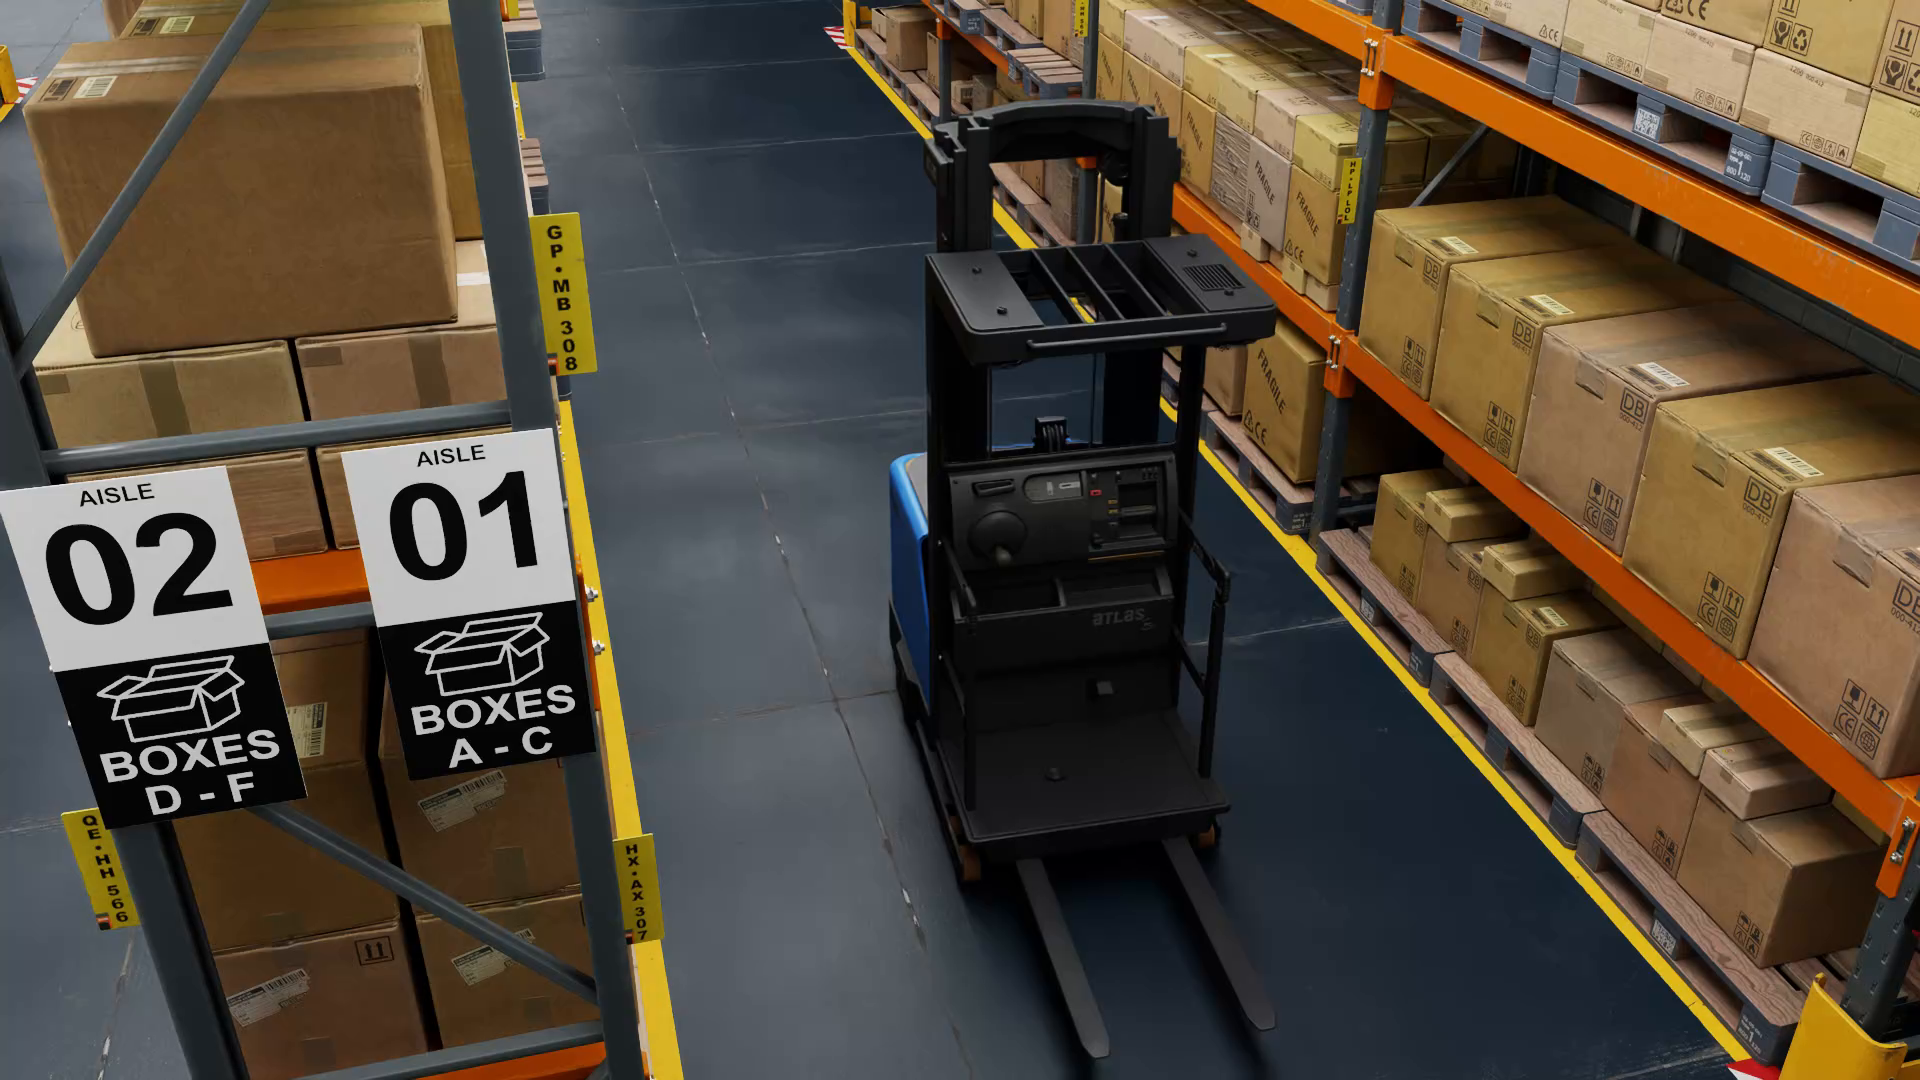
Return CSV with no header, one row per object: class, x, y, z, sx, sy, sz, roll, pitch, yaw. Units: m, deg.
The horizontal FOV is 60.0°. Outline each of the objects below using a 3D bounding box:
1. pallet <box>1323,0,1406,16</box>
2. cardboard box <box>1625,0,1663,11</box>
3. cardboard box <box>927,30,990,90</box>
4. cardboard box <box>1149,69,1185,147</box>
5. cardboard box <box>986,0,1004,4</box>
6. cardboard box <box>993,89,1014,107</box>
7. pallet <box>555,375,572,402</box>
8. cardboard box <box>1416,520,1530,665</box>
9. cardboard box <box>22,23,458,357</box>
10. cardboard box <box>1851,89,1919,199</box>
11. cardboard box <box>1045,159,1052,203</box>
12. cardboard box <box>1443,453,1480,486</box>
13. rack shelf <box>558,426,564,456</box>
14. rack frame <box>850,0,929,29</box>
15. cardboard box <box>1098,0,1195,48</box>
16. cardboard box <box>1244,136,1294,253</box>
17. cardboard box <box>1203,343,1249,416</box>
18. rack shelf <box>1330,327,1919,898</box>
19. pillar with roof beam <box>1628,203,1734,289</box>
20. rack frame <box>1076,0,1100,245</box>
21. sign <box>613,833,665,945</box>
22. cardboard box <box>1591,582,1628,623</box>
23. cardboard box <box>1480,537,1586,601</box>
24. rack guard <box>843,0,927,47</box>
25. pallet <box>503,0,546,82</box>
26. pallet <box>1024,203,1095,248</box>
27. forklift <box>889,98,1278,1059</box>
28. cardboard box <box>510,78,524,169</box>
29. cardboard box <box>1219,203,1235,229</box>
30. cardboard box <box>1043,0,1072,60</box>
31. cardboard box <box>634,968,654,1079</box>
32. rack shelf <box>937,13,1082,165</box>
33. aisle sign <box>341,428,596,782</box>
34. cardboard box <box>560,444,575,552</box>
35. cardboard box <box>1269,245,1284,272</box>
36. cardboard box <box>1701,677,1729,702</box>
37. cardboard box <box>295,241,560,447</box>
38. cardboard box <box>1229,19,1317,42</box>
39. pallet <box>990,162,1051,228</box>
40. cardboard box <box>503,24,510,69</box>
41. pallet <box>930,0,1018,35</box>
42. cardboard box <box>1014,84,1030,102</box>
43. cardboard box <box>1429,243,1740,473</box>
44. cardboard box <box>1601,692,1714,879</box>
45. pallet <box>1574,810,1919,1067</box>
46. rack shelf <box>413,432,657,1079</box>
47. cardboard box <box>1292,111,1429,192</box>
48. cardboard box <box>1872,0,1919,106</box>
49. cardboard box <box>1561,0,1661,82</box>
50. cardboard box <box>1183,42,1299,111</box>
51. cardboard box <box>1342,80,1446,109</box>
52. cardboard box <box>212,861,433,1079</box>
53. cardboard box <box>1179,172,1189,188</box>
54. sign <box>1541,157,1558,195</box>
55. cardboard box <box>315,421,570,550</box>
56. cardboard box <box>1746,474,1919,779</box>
pallet,2.134,-2.964,8.573,0.805,0.209,1.217,-9,31,-15
cardboard box,2.622,-2.228,5.993,0.500,0.500,0.500,-8,31,-13
cardboard box,-0.013,-4.781,16.571,0.500,0.500,0.500,-10,32,-17
cardboard box,1.506,-2.662,10.439,0.500,0.500,0.500,-8,31,-13
cardboard box,0.545,-4.889,14.163,0.700,0.500,0.500,-5,30,-8
cardboard box,0.698,-3.689,14.684,0.700,0.500,0.500,-8,31,-14
pallet,-2.457,-0.969,8.122,1.003,0.211,1.213,-8,31,-13
cardboard box,2.655,0.206,7.976,0.700,0.500,0.500,-8,31,-14
cardboard box,-1.441,-0.740,3.442,0.700,0.500,0.500,-8,31,-13
cardboard box,3.036,-1.157,4.891,0.500,0.250,0.500,-7,31,-12
cardboard box,1.097,-2.958,13.422,0.700,0.500,0.500,-8,31,-13
cardboard box,2.677,-0.415,8.401,0.380,0.149,0.250,-8,31,-14
rack shelf,-2.881,-1.307,9.231,1.077,0.370,4.000,-8,31,-13
rack frame,-0.760,-7.108,18.536,1.000,3.000,0.127,-8,31,-13
cardboard box,1.243,-3.482,11.106,0.500,0.250,0.500,-7,31,-12
cardboard box,1.914,-1.928,9.169,0.500,0.500,0.500,-8,31,-13
cardboard box,1.888,-1.289,10.210,0.750,0.750,0.750,-7,31,-12
rack shelf,2.956,-0.035,7.034,1.077,0.370,4.000,-8,31,-13
pillar with roof beam,-0.706,-3.113,5.646,9.100,9.000,0.400,-8,31,-13
rack frame,1.363,-3.244,11.861,1.000,3.000,0.127,-8,31,-13
sign,-0.765,0.833,3.952,0.100,0.325,0.005,-8,31,-13
cardboard box,3.025,0.213,7.315,0.380,0.149,0.250,-8,31,-14
cardboard box,2.578,0.124,7.471,0.380,0.149,0.250,-9,31,-15
rack guard,-0.740,-5.990,19.099,1.175,0.500,0.348,-8,31,-13
pallet,-2.456,-2.193,7.238,1.213,0.211,1.003,-8,31,-13
pallet,1.157,-2.415,13.212,1.003,0.211,1.213,-8,31,-13
forklift,0.465,-0.067,6.440,1.130,2.935,3.031,-6,31,-11
cardboard box,-1.568,-1.177,4.946,0.500,0.250,0.500,-8,31,-13
cardboard box,1.767,-1.957,9.868,0.380,0.149,0.250,-9,31,-15
cardboard box,1.054,-3.970,12.576,0.700,0.500,0.500,-11,32,-18
cardboard box,-1.292,1.738,5.559,0.500,0.250,0.500,-8,31,-13
rack shelf,0.832,-3.899,13.710,1.077,0.370,4.000,-8,31,-13
aisle sign,-0.987,0.149,3.404,0.394,0.787,0.004,-8,31,-13
cardboard box,-1.426,0.061,5.053,0.500,0.500,0.500,-7,31,-13
cardboard box,1.947,-1.588,9.230,0.380,0.149,0.250,-7,31,-12
cardboard box,3.229,0.582,6.678,0.380,0.149,0.250,-8,31,-13
cardboard box,-1.174,-0.452,3.694,0.500,0.250,0.500,-8,31,-13
cardboard box,2.000,-3.066,10.388,0.500,0.250,0.500,-9,31,-15
pallet,0.837,-3.003,14.228,1.003,0.211,1.213,-8,31,-13
cardboard box,-1.959,-1.903,6.199,0.500,0.250,0.500,-8,31,-13
pallet,0.364,-4.705,14.575,1.003,0.211,1.213,-8,31,-13
cardboard box,0.775,-3.793,14.116,0.500,0.250,0.500,-9,31,-15
cardboard box,2.741,-0.825,7.381,0.980,0.700,0.700,-9,31,-15
cardboard box,3.071,0.953,6.685,0.700,0.500,0.500,-8,31,-13
pallet,3.199,1.451,6.533,1.003,0.211,1.213,-8,31,-13
rack shelf,-1.819,0.625,5.893,1.077,0.370,4.000,-8,31,-13
cardboard box,2.054,-2.009,8.562,0.500,0.250,0.500,-7,31,-12
cardboard box,3.029,-1.481,4.701,0.500,0.500,0.500,-8,31,-13
cardboard box,2.619,-1.907,6.187,0.500,0.250,0.500,-9,31,-15
cardboard box,1.656,-2.750,9.841,0.500,0.250,0.500,-8,31,-14
cardboard box,2.409,-2.326,9.109,0.500,0.250,0.500,-7,31,-13
cardboard box,-1.670,1.057,4.330,0.500,0.500,0.500,-7,31,-12
cardboard box,1.596,-2.337,10.524,0.380,0.149,0.250,-7,31,-13
sign,2.959,-1.796,8.415,0.100,0.325,0.005,-8,31,-13
cardboard box,-1.180,-0.235,3.817,0.500,0.250,0.500,-8,31,-13
cardboard box,3.341,0.245,5.533,0.980,0.700,0.700,-6,31,-11
